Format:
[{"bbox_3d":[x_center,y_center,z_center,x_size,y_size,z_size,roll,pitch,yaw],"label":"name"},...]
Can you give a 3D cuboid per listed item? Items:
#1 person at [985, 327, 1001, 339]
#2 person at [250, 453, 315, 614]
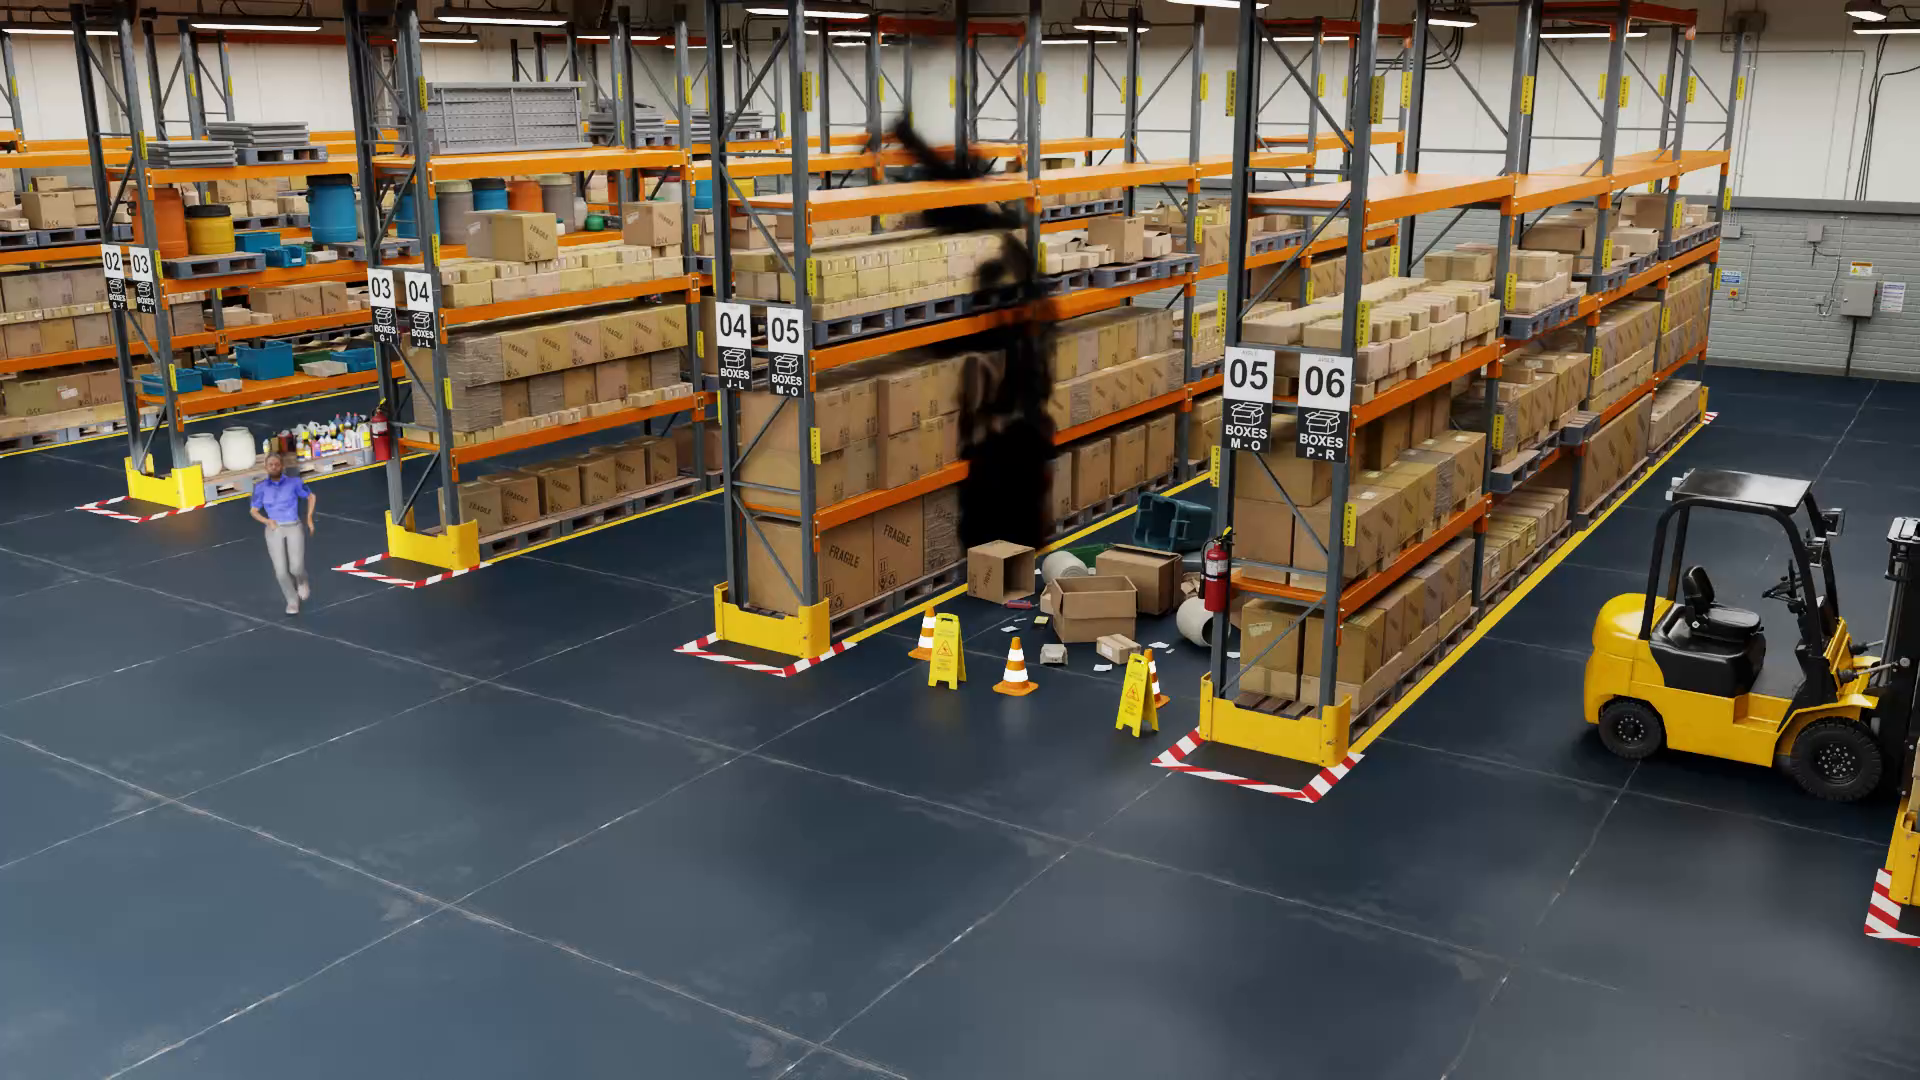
[{"bbox_3d":[0.422,-2.006,21.999,0.682,1.779,0.859,6,17,19],"label":"person"},{"bbox_3d":[-6.650,-0.059,16.374,0.594,1.607,0.578,-4,16,-15],"label":"person"}]
